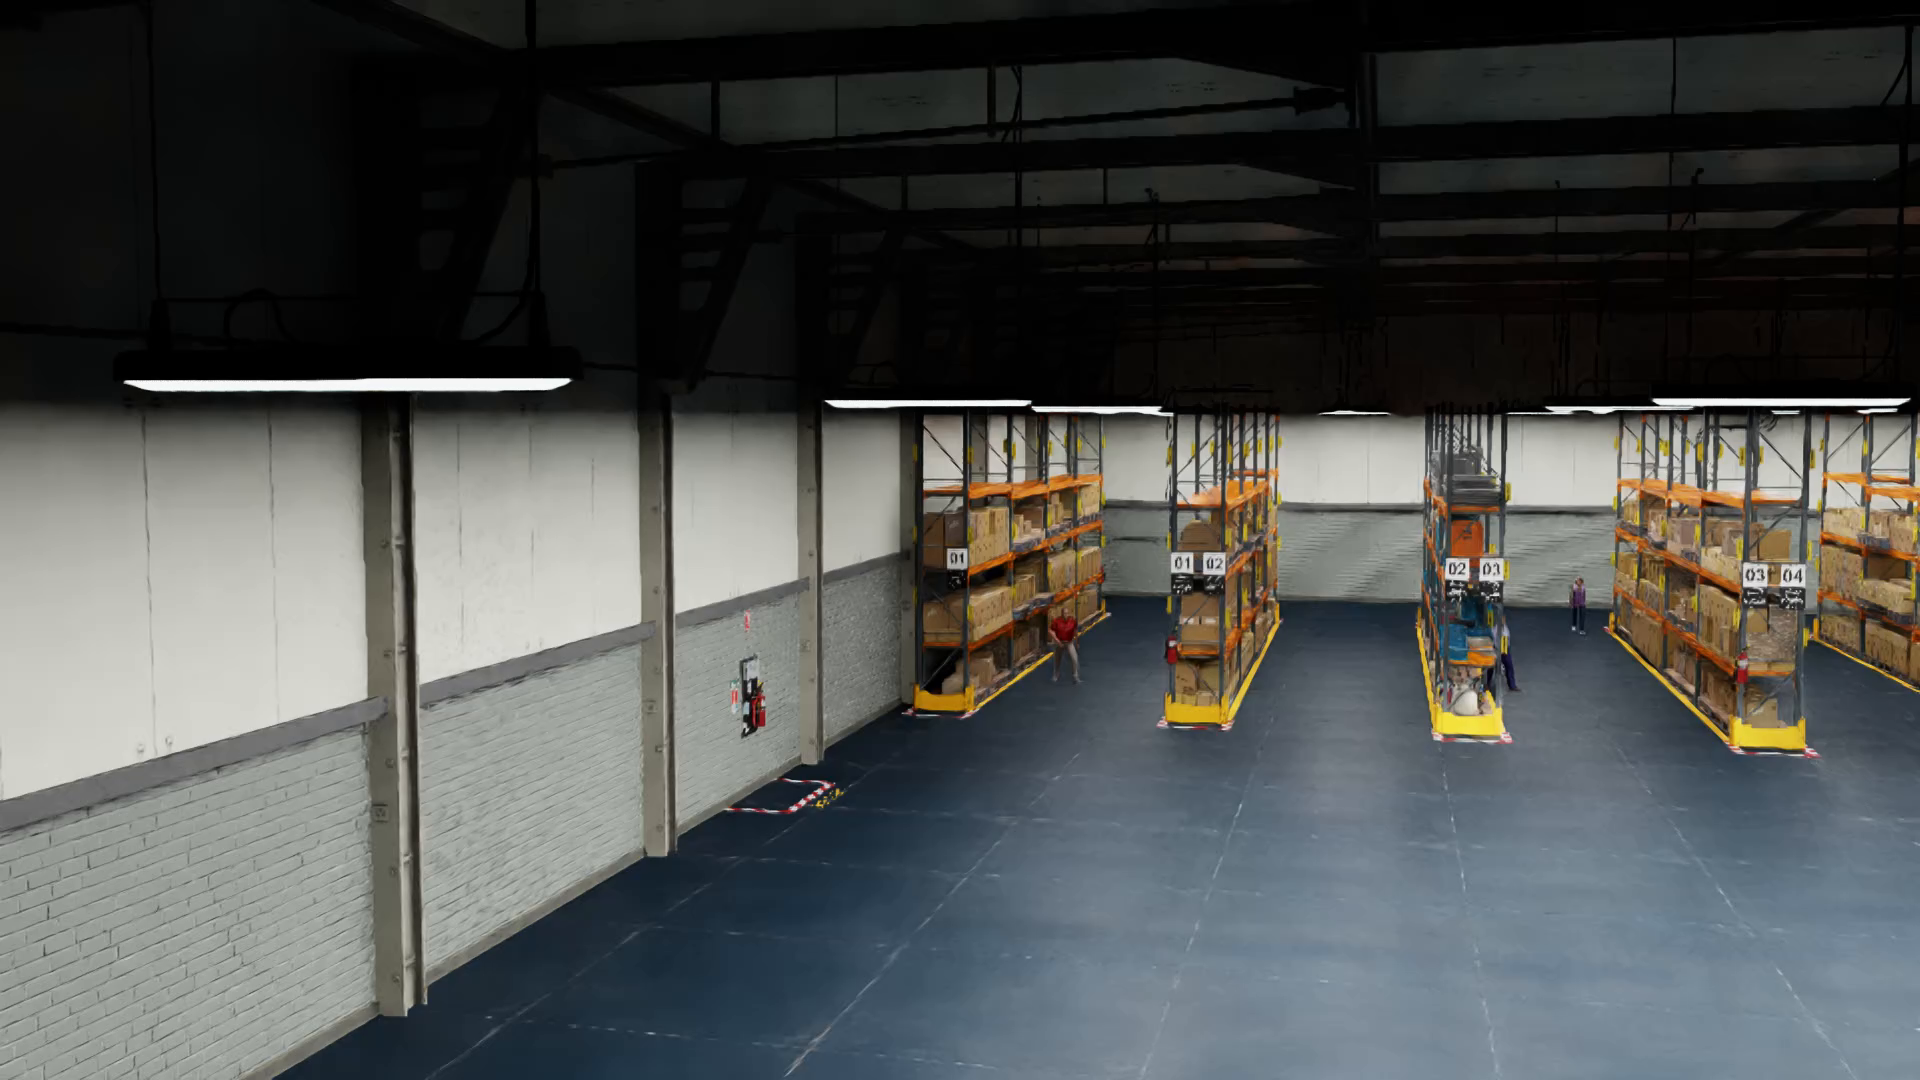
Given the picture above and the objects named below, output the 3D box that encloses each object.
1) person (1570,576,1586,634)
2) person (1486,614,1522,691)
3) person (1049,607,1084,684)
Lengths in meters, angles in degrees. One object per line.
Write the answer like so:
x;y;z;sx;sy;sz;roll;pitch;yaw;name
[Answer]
16.348;1.702;44.005;0.417;1.517;1.037;1;4;17;person
11.300;2.340;34.691;0.551;1.612;0.779;-1;4;-16;person
2.267;2.246;35.750;0.706;1.662;0.843;0;4;-3;person
